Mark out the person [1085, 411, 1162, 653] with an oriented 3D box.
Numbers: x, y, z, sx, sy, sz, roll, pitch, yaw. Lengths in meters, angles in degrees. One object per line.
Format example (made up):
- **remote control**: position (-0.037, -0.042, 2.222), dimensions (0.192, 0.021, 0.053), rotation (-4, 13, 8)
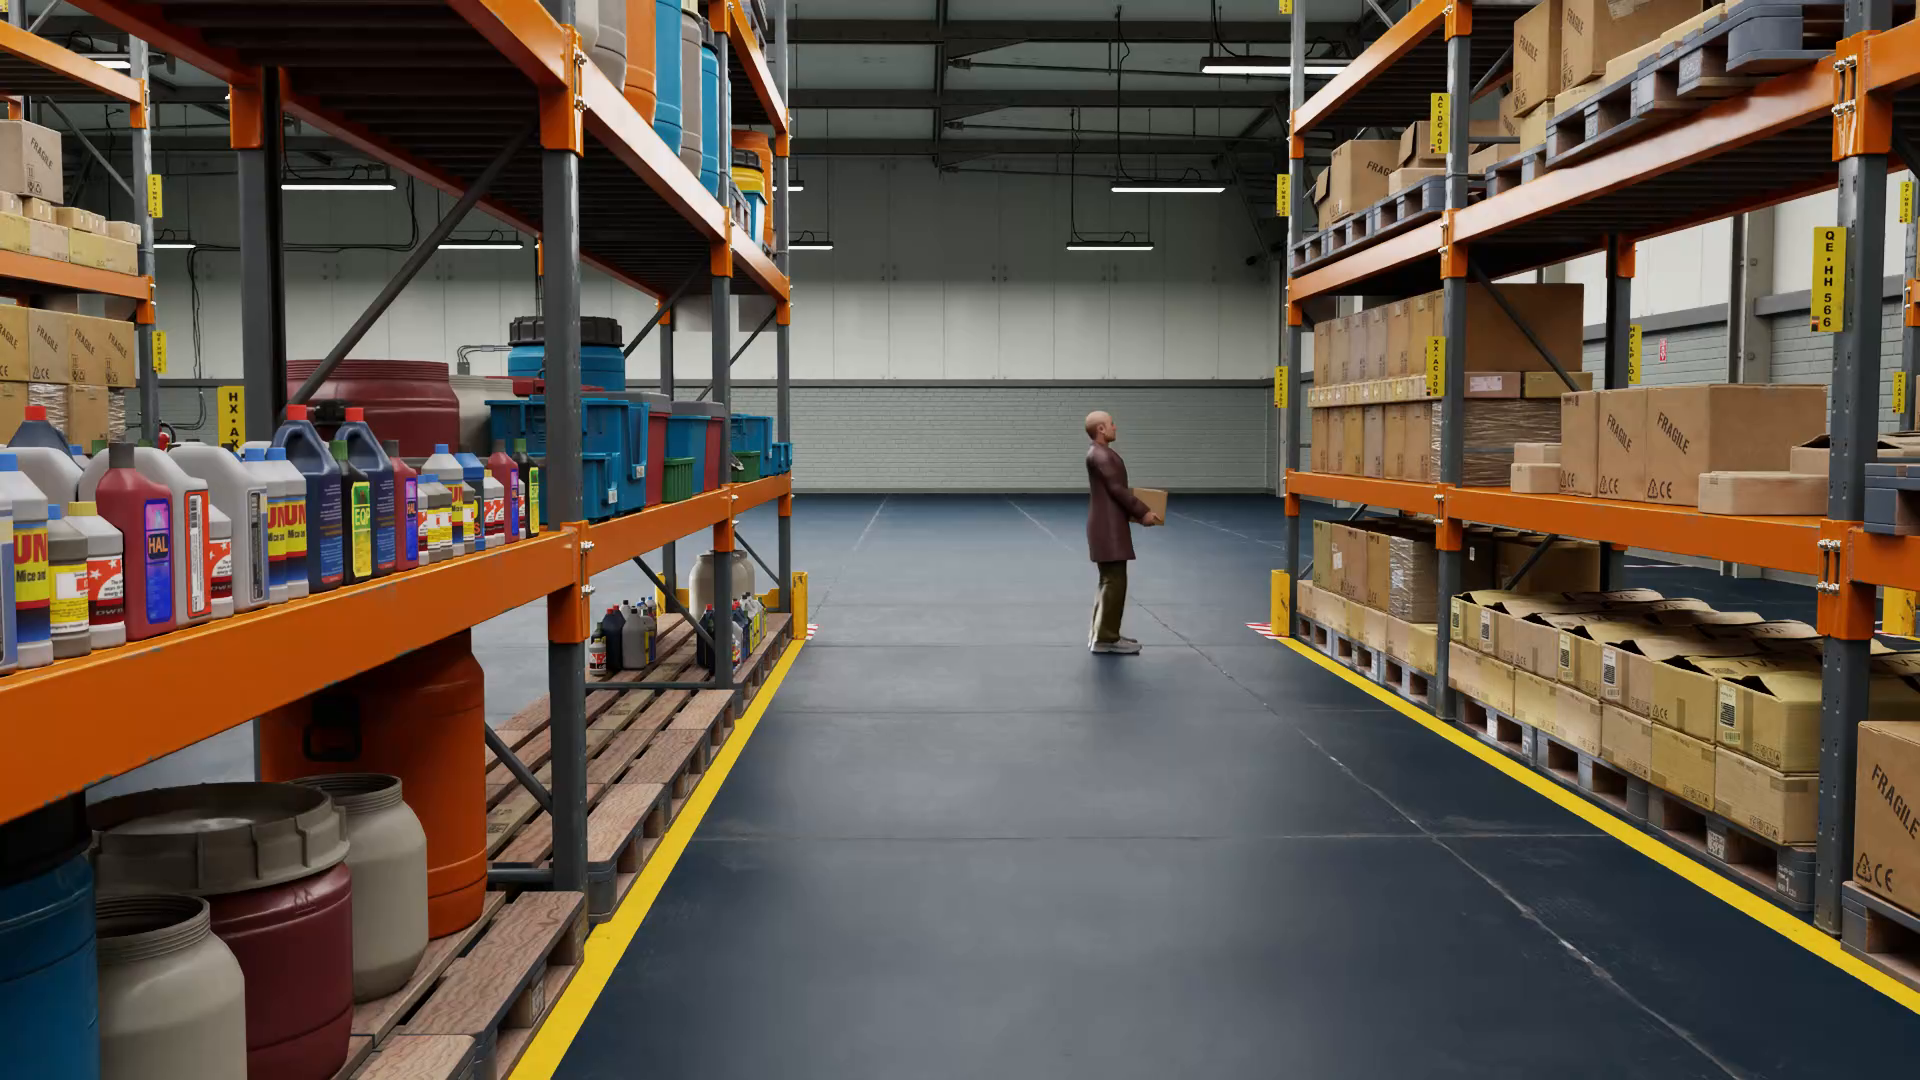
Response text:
- **person**: position (1.192, -0.066, 12.270), dimensions (0.554, 1.769, 0.530), rotation (0, 4, -1)
